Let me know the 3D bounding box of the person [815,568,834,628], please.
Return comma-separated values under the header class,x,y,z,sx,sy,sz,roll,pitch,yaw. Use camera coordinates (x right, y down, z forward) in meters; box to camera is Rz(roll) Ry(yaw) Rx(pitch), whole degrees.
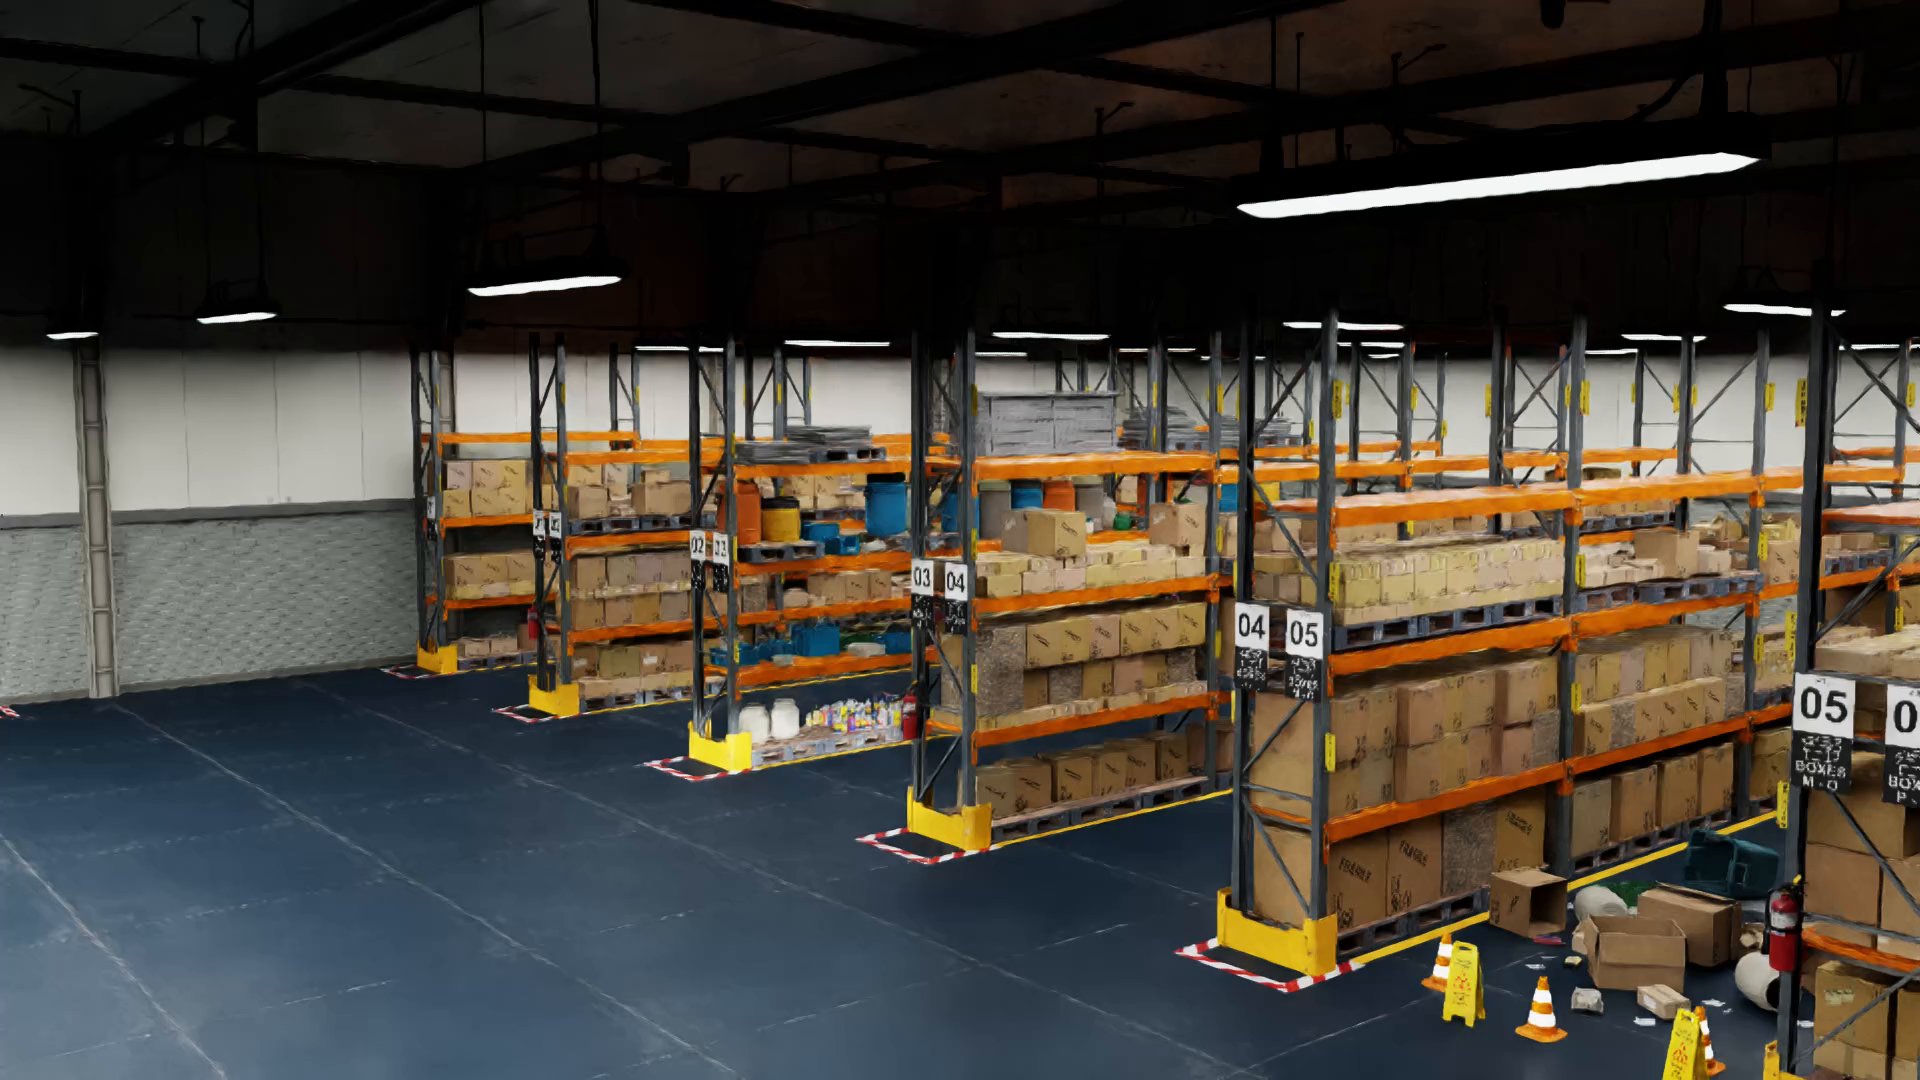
class,x,y,z,sx,sy,sz,roll,pitch,yaw
person,-2.820,1.230,33.729,0.444,1.604,1.016,5,7,42
